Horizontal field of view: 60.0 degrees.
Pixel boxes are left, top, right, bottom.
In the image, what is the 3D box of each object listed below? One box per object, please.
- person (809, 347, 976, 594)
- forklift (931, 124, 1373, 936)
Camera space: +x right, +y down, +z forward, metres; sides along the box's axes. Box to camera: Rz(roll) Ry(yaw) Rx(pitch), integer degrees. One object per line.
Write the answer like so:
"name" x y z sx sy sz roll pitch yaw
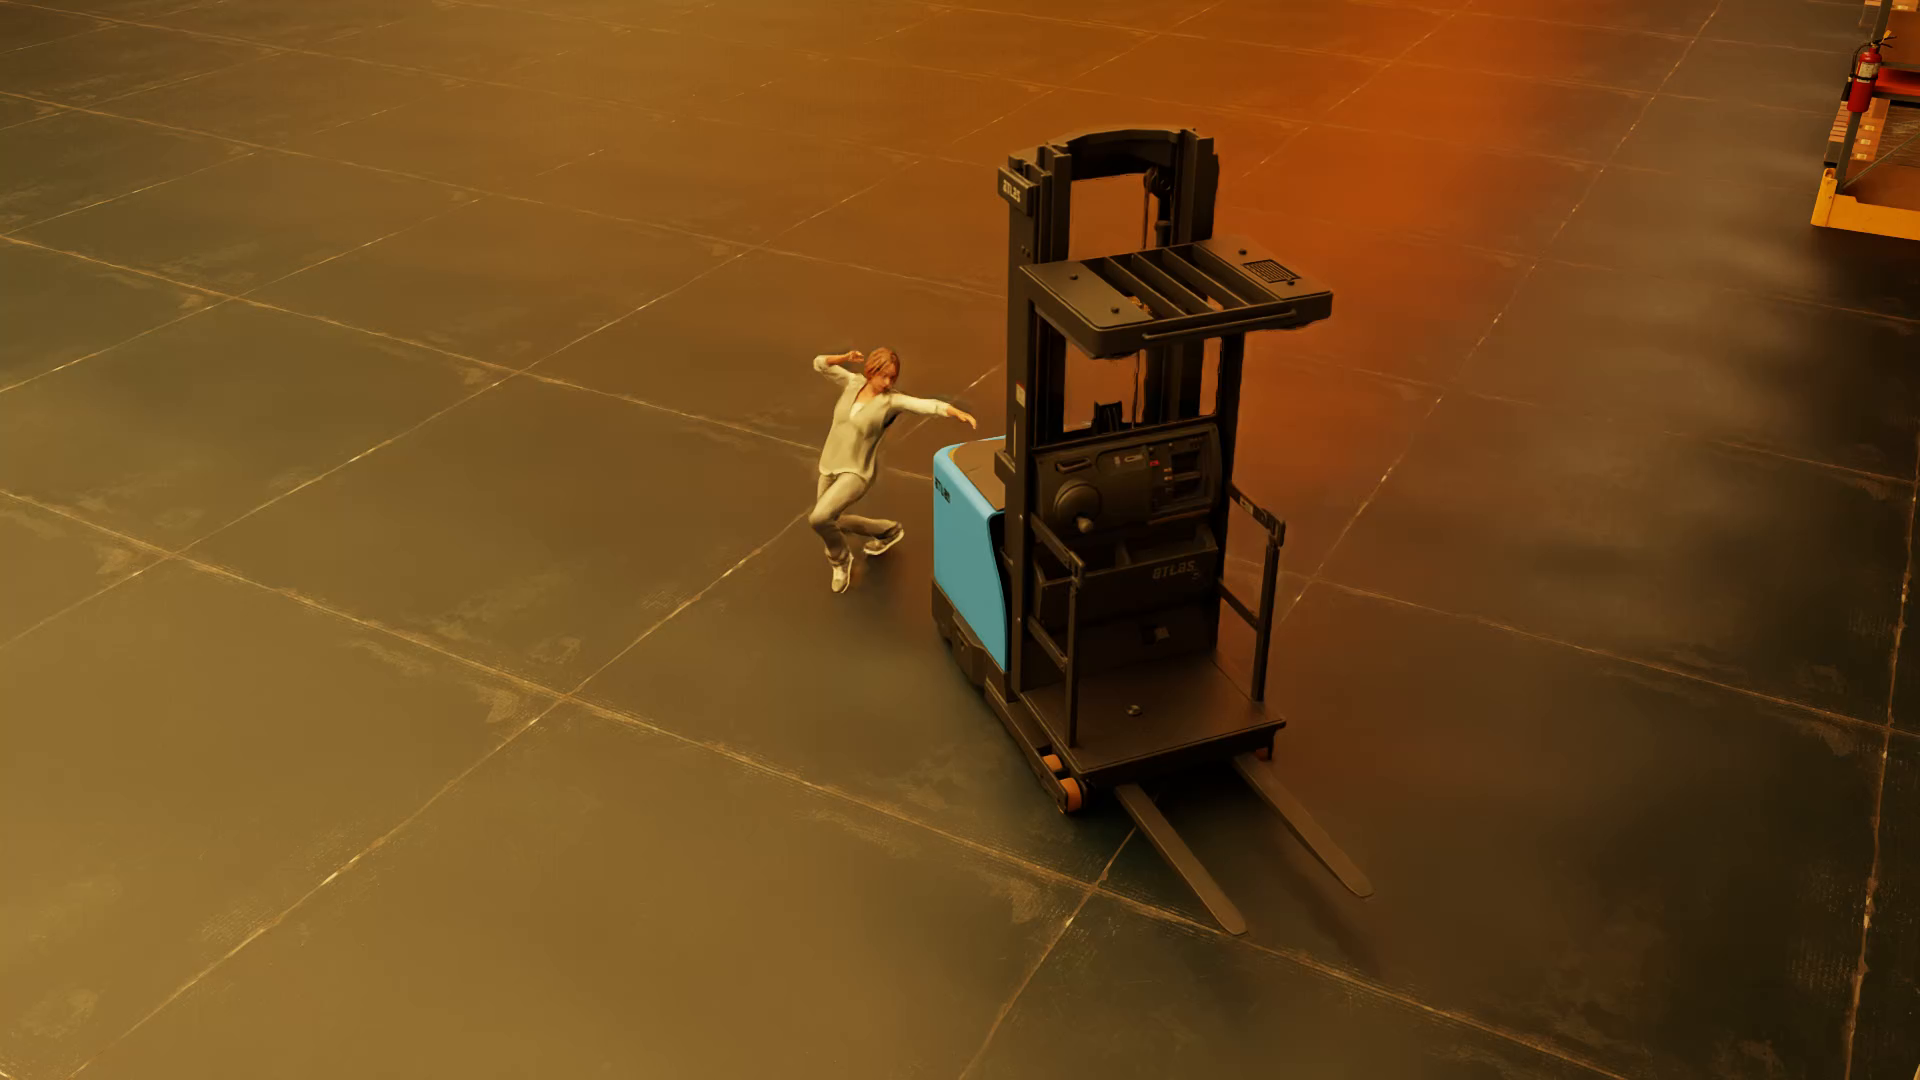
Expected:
"person" -0.453 -0.354 9.214 0.943 1.444 0.766 26 39 37
"forklift" 0.864 -0.230 7.469 1.130 2.935 3.031 -11 32 -19
